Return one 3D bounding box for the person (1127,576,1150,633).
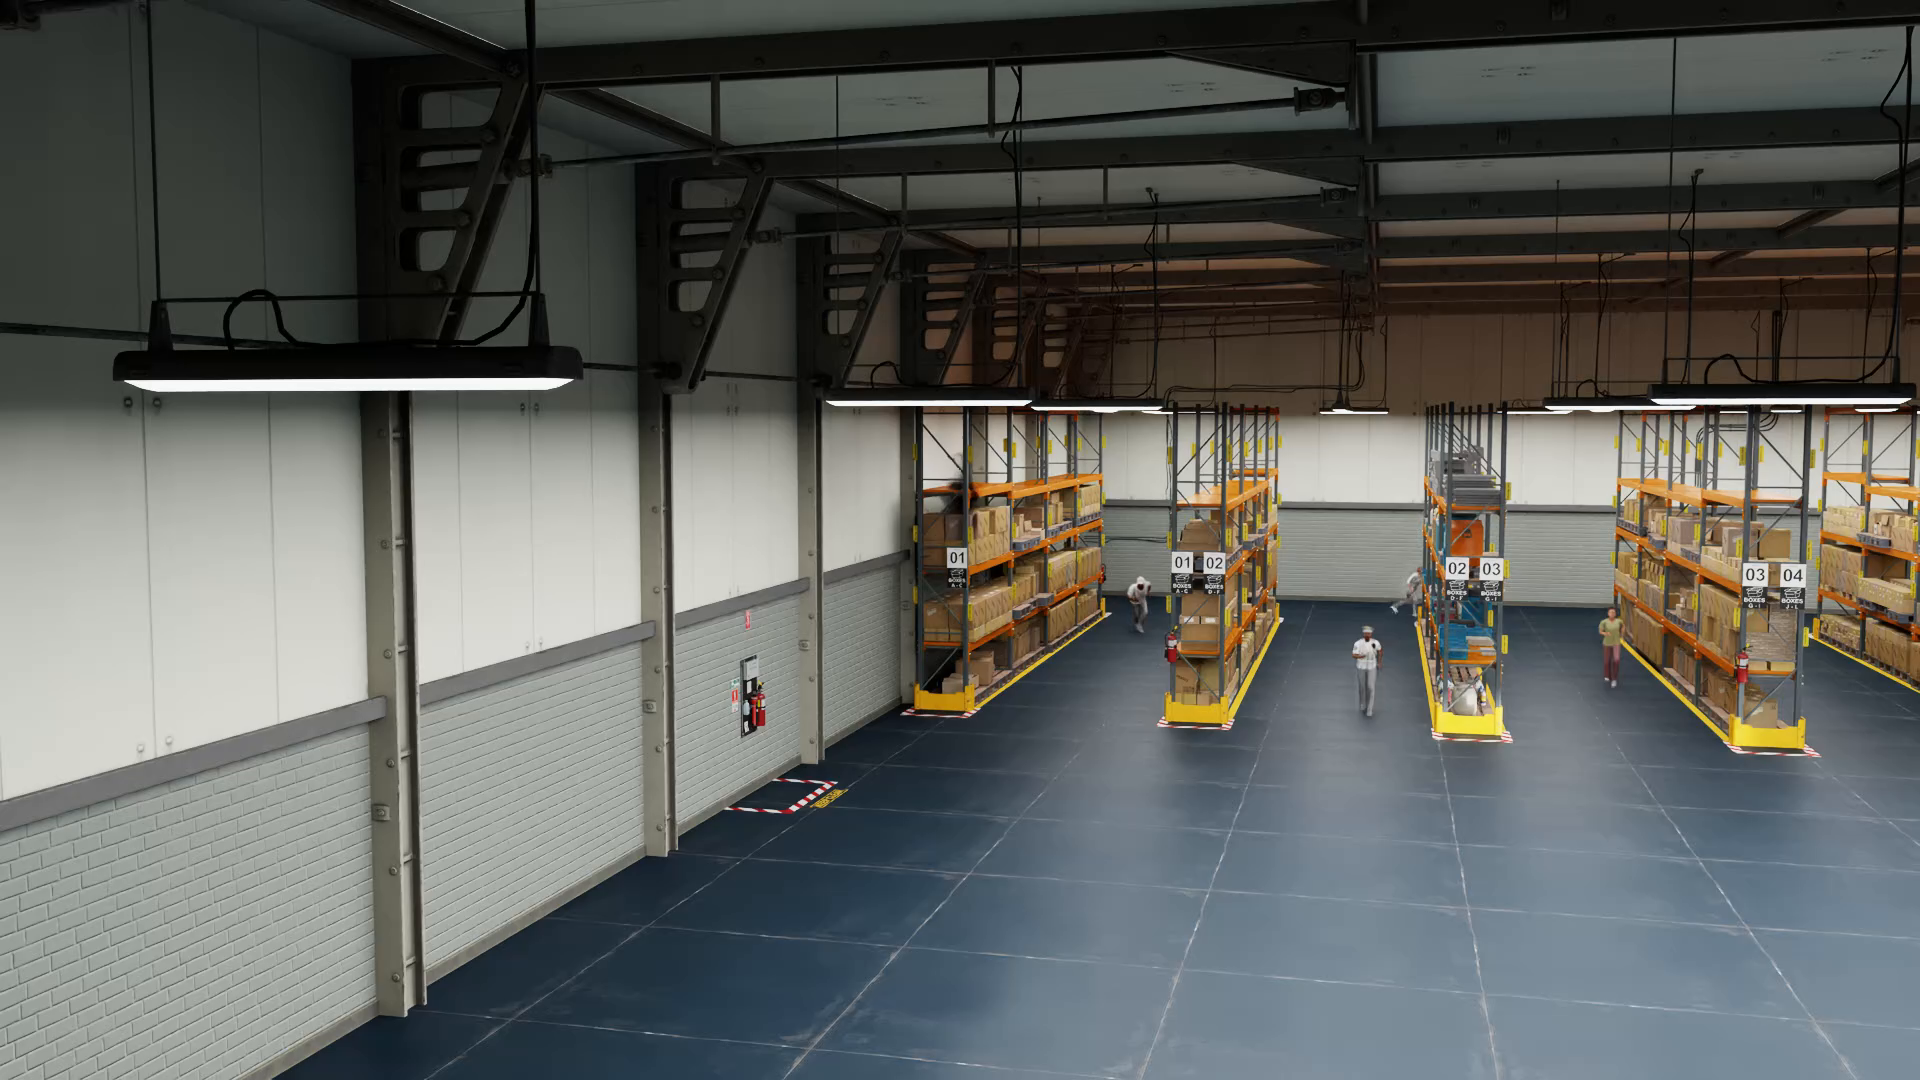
[{"bbox_3d":[4.750,1.697,44.401,0.701,1.538,1.196,-1,4,-8],"label":"person"}]

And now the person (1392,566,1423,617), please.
[{"bbox_3d":[12.910,1.468,47.890,0.961,1.457,0.512,4,6,40],"label":"person"}]

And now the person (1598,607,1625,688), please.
[{"bbox_3d":[13.894,2.272,35.465,0.557,1.712,0.802,1,4,17],"label":"person"}]

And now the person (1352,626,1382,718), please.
[{"bbox_3d":[7.841,2.505,32.027,0.568,1.740,0.860,1,4,12],"label":"person"}]
